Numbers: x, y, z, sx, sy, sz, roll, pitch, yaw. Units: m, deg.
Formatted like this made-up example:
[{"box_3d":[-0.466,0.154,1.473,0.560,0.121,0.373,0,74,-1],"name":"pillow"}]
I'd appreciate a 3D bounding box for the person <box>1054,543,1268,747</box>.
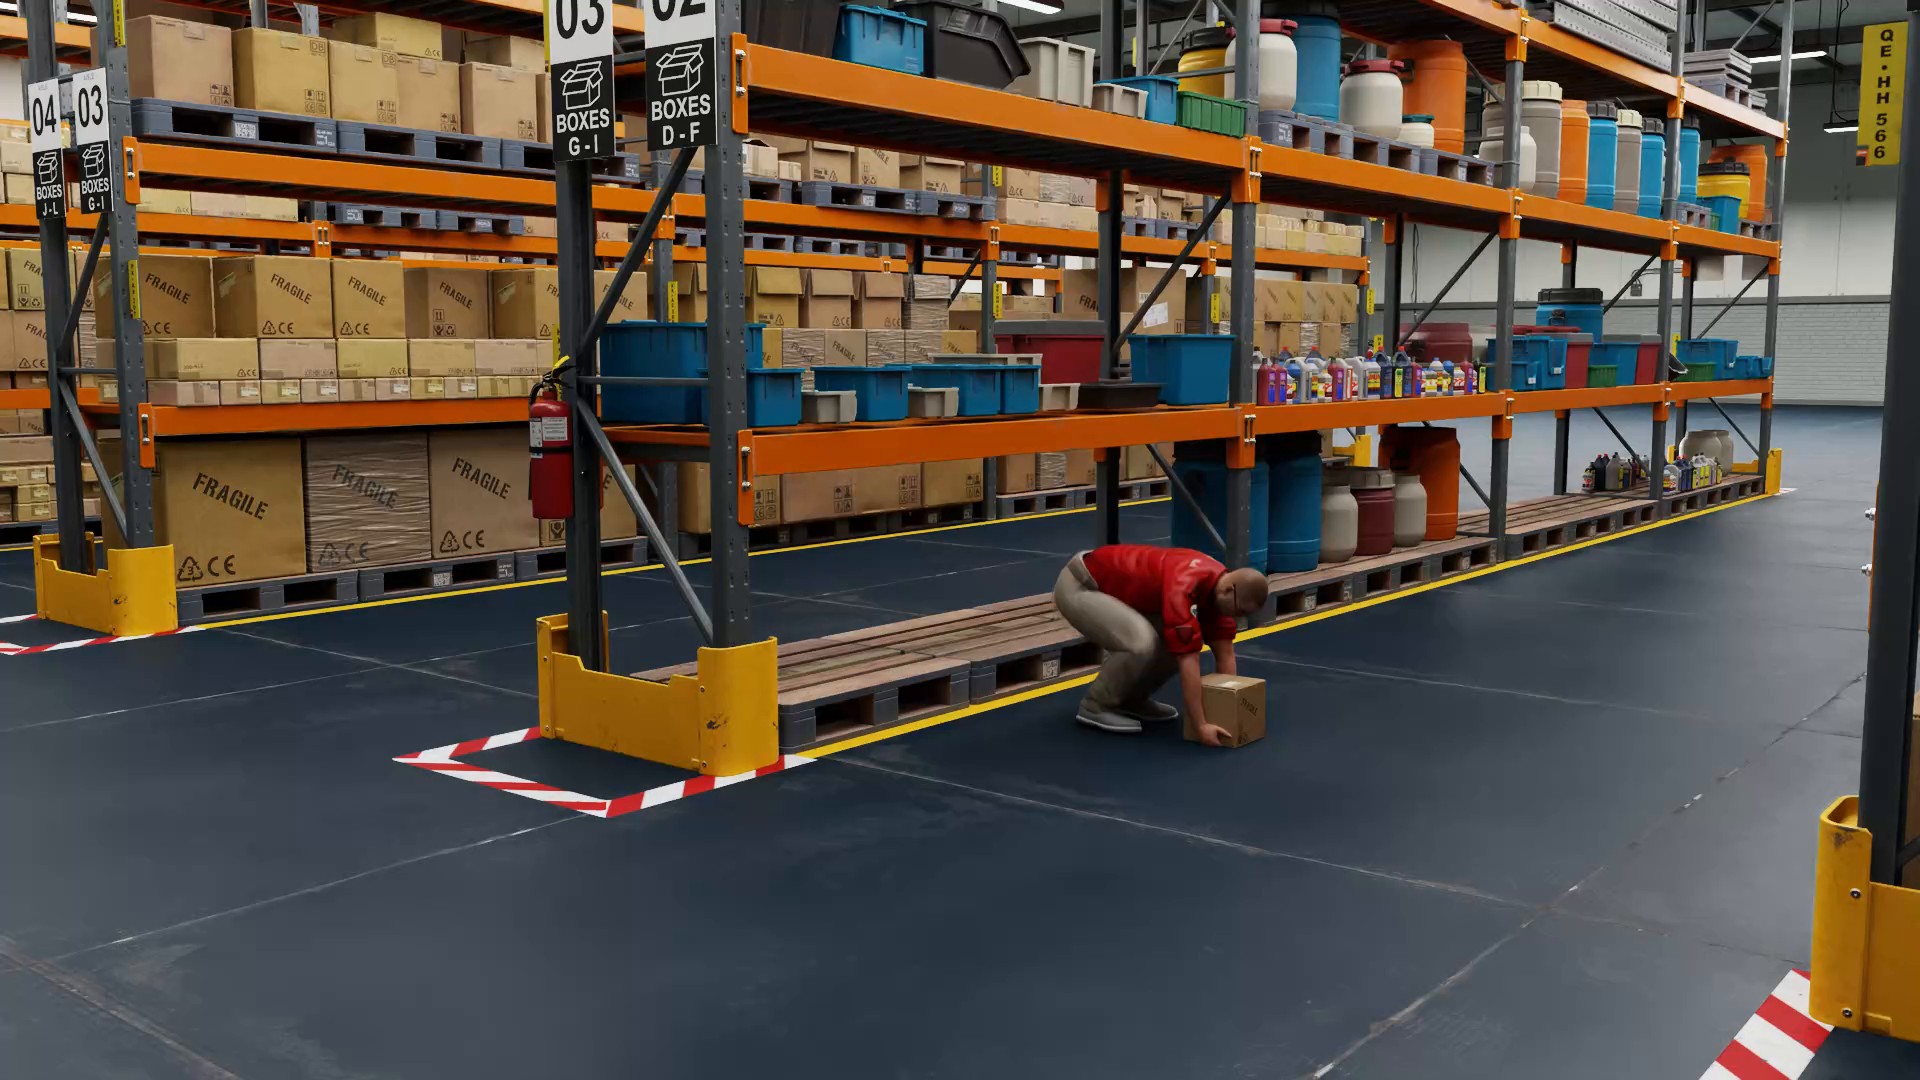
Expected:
[{"box_3d":[0.872,0.430,7.185,0.955,0.826,0.537,5,8,37],"name":"person"}]
